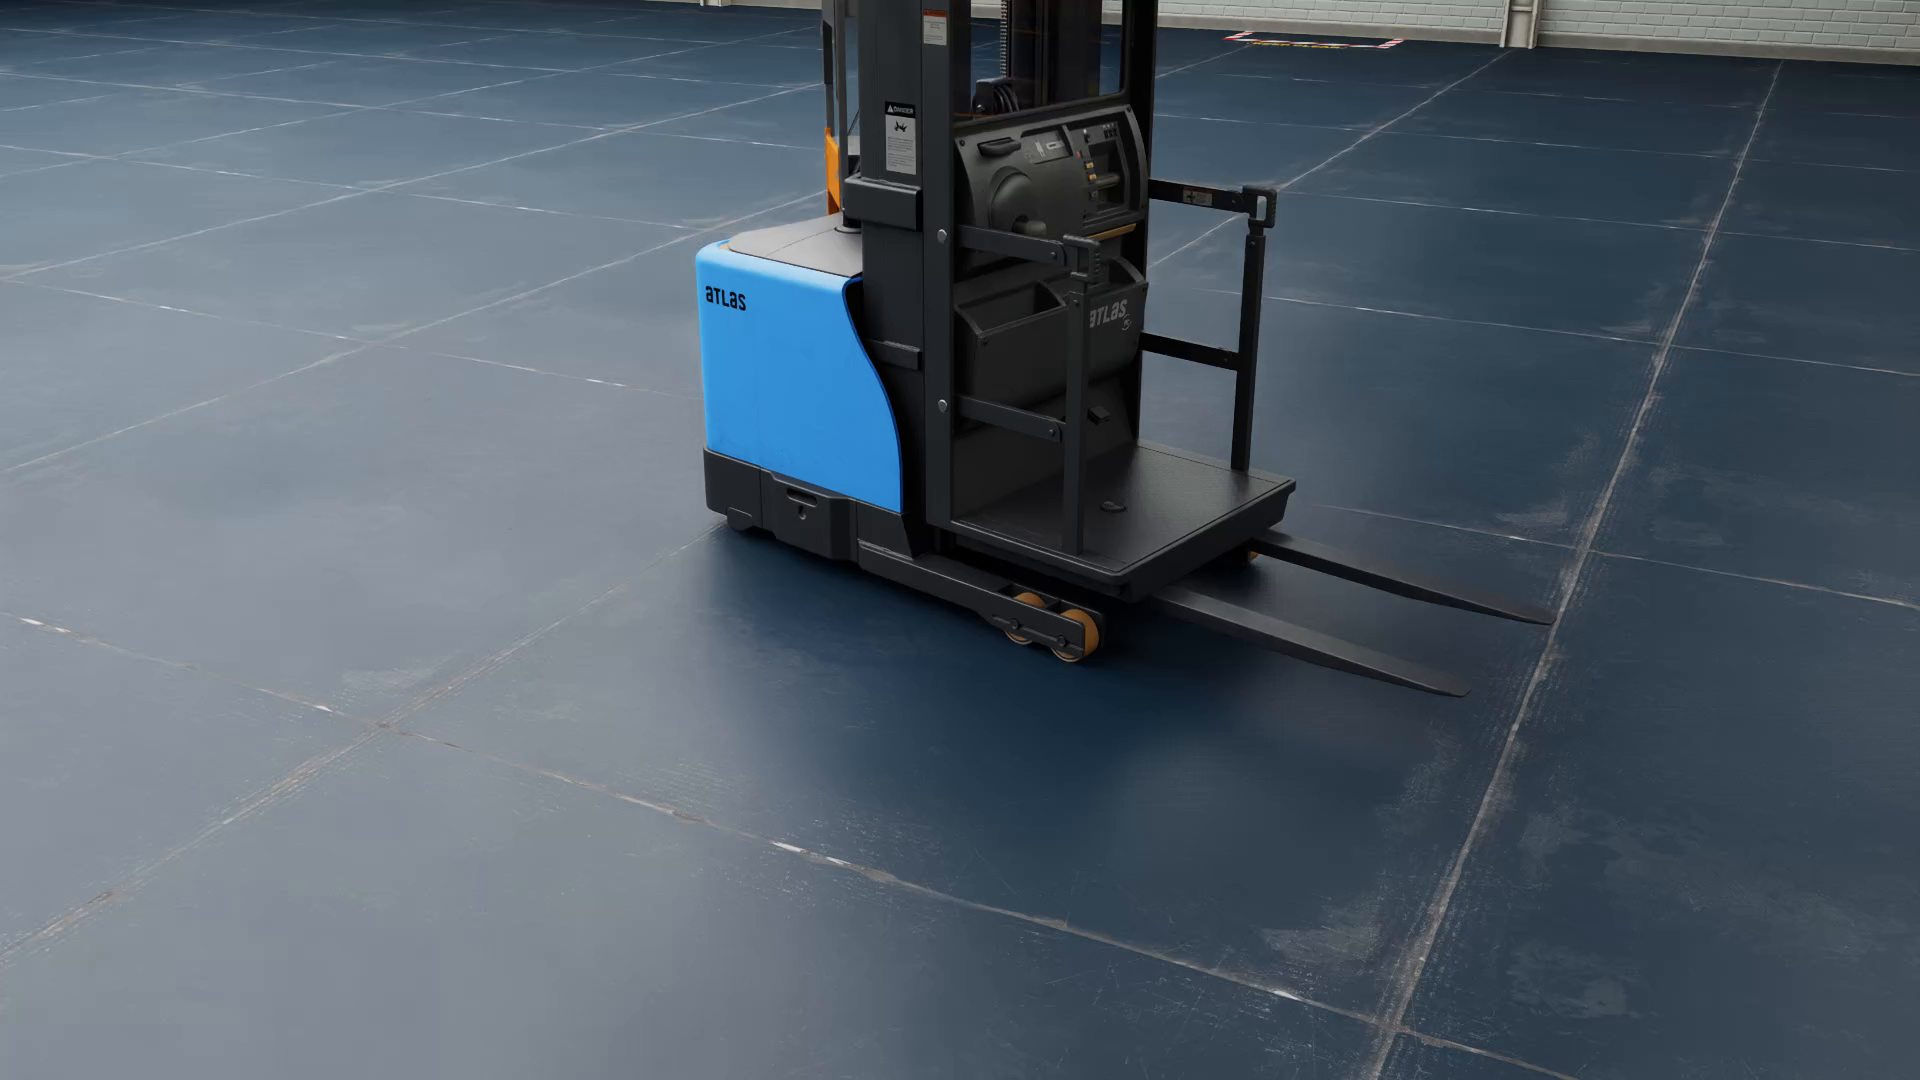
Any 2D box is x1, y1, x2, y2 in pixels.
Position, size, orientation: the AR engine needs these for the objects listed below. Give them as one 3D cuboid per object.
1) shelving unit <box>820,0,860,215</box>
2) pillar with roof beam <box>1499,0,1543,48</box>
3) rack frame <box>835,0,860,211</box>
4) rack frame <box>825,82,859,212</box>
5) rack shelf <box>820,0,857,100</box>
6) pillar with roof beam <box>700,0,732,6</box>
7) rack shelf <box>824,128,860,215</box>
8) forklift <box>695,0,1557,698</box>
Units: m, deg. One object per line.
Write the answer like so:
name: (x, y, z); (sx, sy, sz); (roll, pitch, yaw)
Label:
shelving unit: (-0.327, -1.444, 6.961); (0.431, 2.100, 0.503); (-4, 23, -9)
pillar with roof beam: (5.005, -8.783, 15.405); (0.400, 9.000, 9.100); (11, 25, 25)
rack frame: (-0.283, -1.351, 6.740); (0.400, 2.100, 0.015); (-4, 23, -9)
rack frame: (-0.370, -1.538, 7.182); (0.400, 2.100, 0.015); (-4, 23, -9)
rack shelf: (-0.327, -2.077, 6.694); (0.431, 0.518, 0.480); (-4, 23, -9)
pillar with roof beam: (-5.704, -10.902, 20.387); (0.400, 9.000, 9.100); (11, 25, 25)
rack shelf: (-0.327, -1.432, 6.966); (0.431, 0.518, 0.480); (-4, 23, -9)
forklift: (0.473, -1.190, 5.304); (3.031, 2.935, 1.130); (18, 29, 37)
